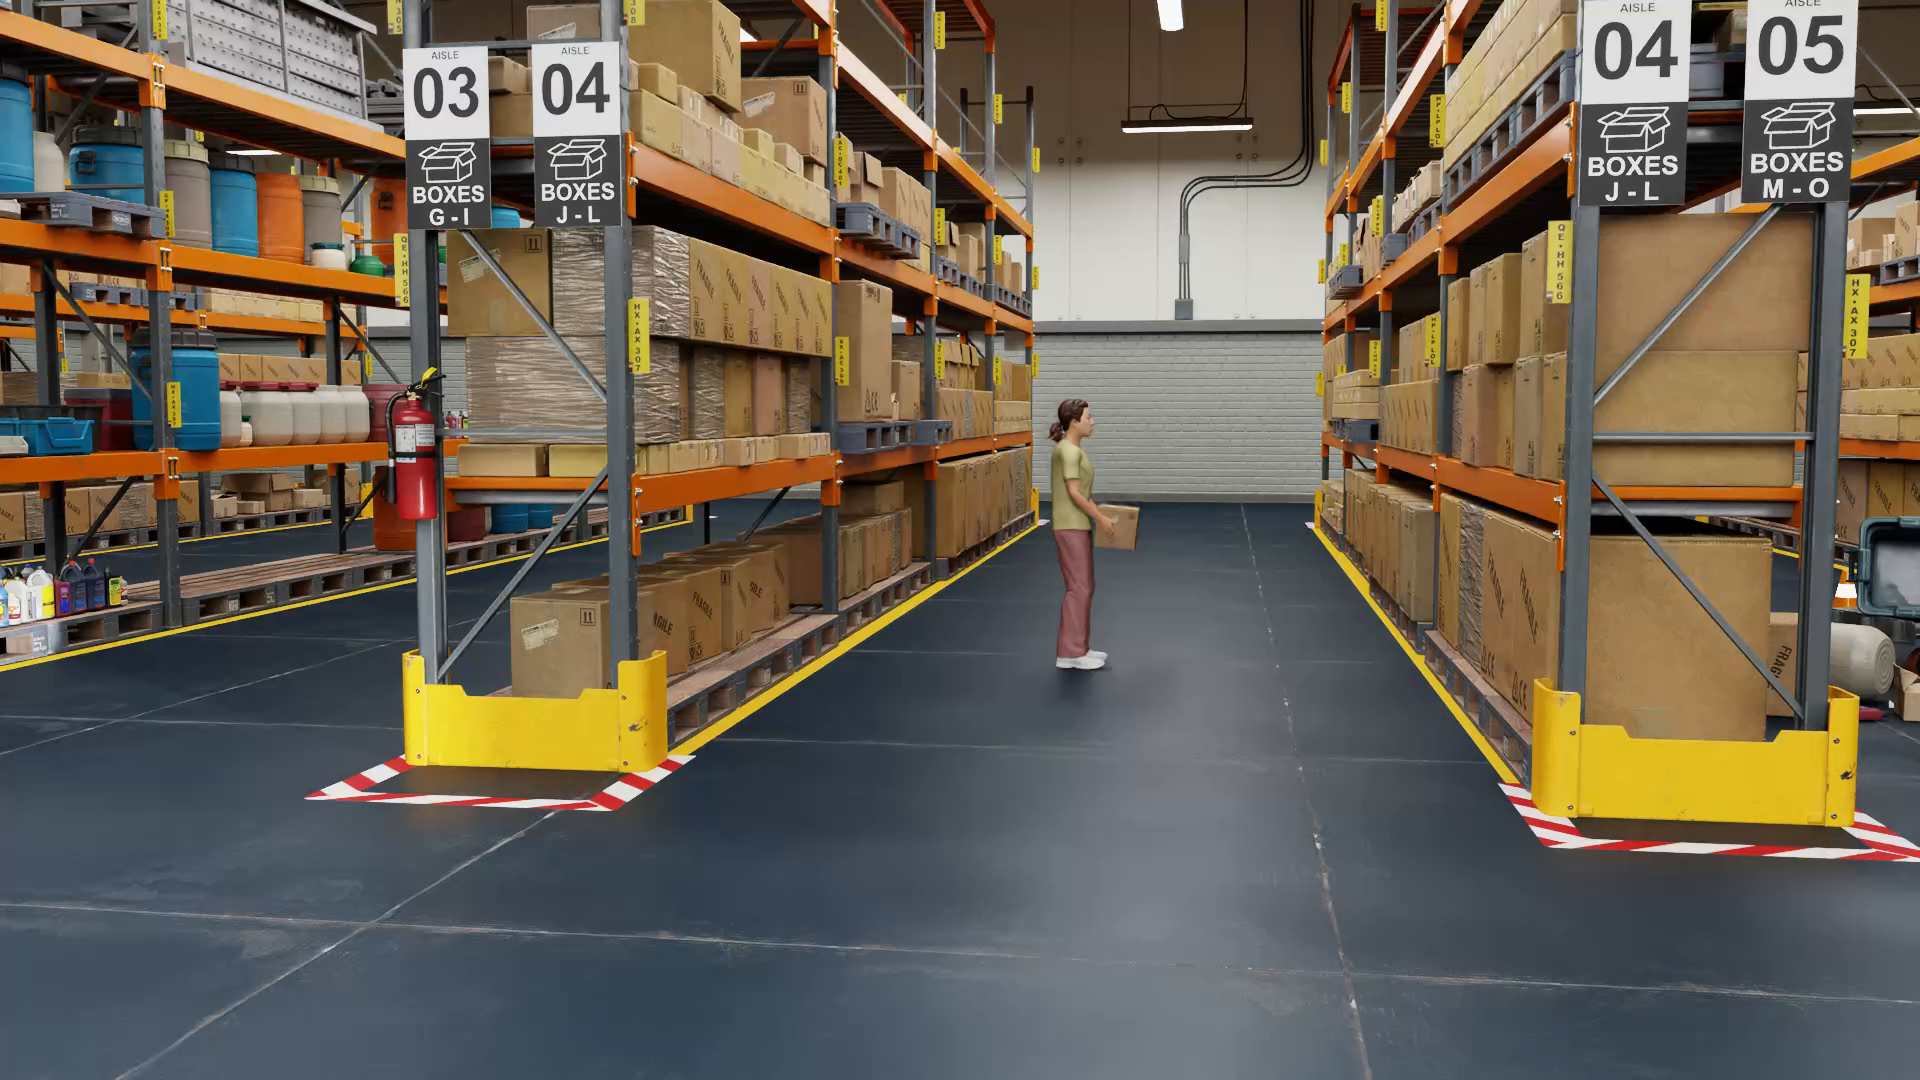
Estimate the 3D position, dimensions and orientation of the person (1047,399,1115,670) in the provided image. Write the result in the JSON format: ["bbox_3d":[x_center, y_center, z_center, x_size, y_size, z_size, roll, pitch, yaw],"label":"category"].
[{"bbox_3d":[0.766,-0.046,10.425,0.452,1.675,0.466,1,5,8],"label":"person"}]
